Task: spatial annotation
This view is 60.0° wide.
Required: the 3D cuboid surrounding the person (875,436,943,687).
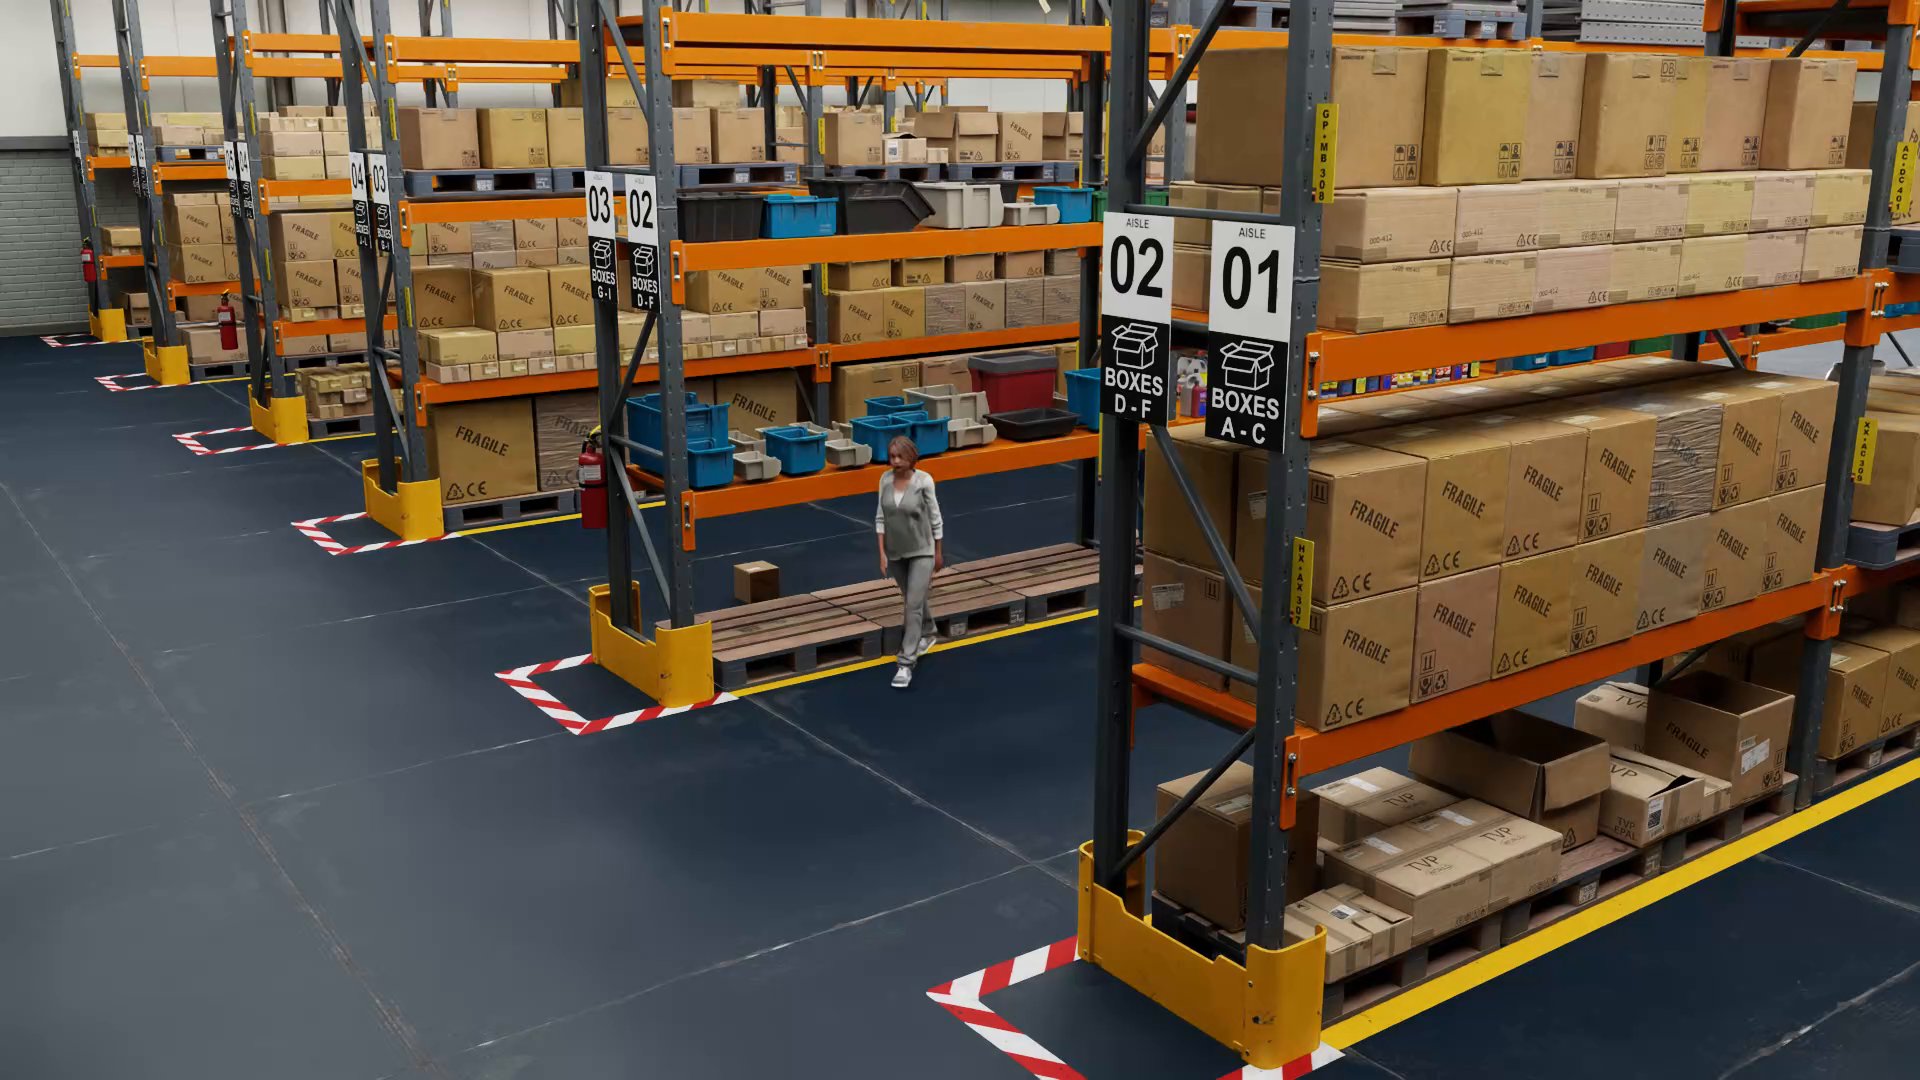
[{"bbox_3d":[-0.337,0.082,10.659,0.417,1.538,0.921,7,16,25],"label":"person"}]
